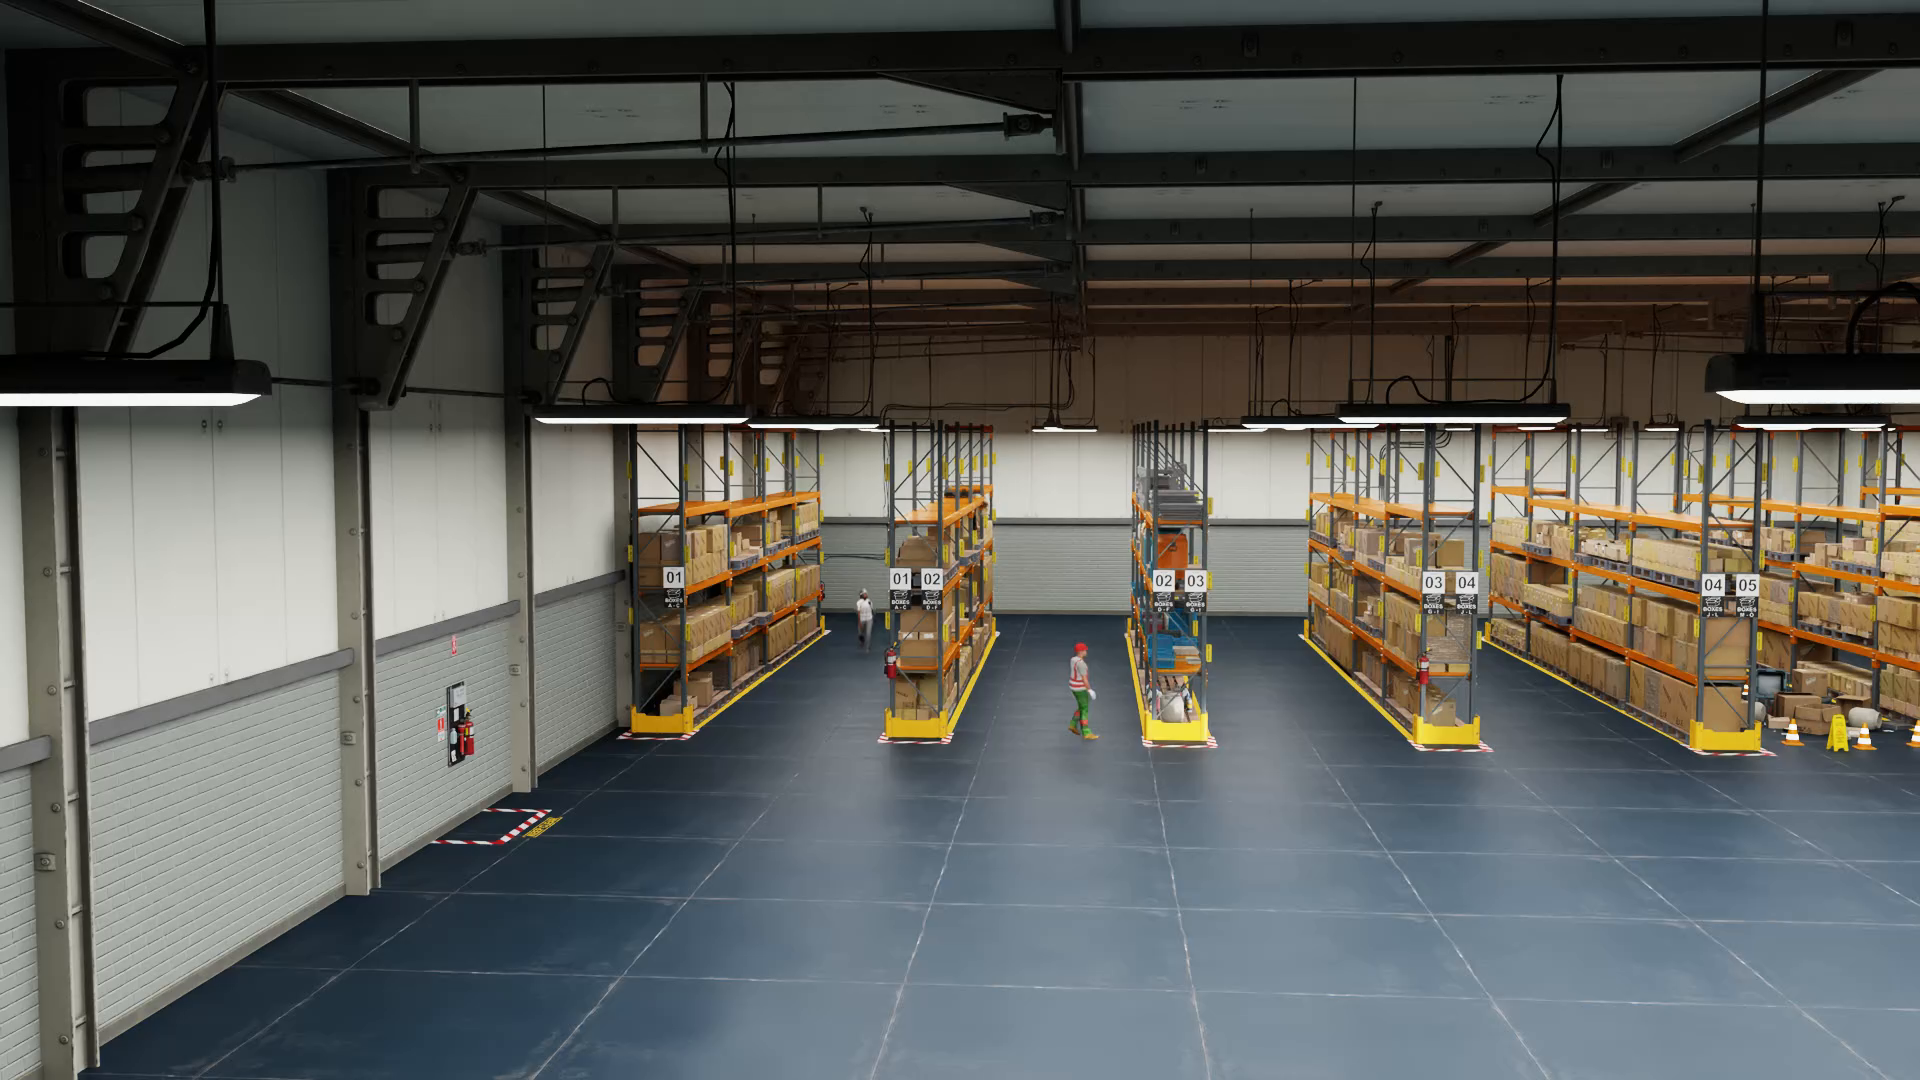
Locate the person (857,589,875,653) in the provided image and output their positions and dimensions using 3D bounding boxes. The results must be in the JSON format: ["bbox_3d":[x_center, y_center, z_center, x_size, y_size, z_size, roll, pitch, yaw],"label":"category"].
[{"bbox_3d":[-2.450,2.091,43.327,0.461,1.663,0.665,0,4,2],"label":"person"}]

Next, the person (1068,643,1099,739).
[{"bbox_3d":[2.317,2.834,31.405,0.529,1.787,0.709,-1,4,-12],"label":"person"}]
